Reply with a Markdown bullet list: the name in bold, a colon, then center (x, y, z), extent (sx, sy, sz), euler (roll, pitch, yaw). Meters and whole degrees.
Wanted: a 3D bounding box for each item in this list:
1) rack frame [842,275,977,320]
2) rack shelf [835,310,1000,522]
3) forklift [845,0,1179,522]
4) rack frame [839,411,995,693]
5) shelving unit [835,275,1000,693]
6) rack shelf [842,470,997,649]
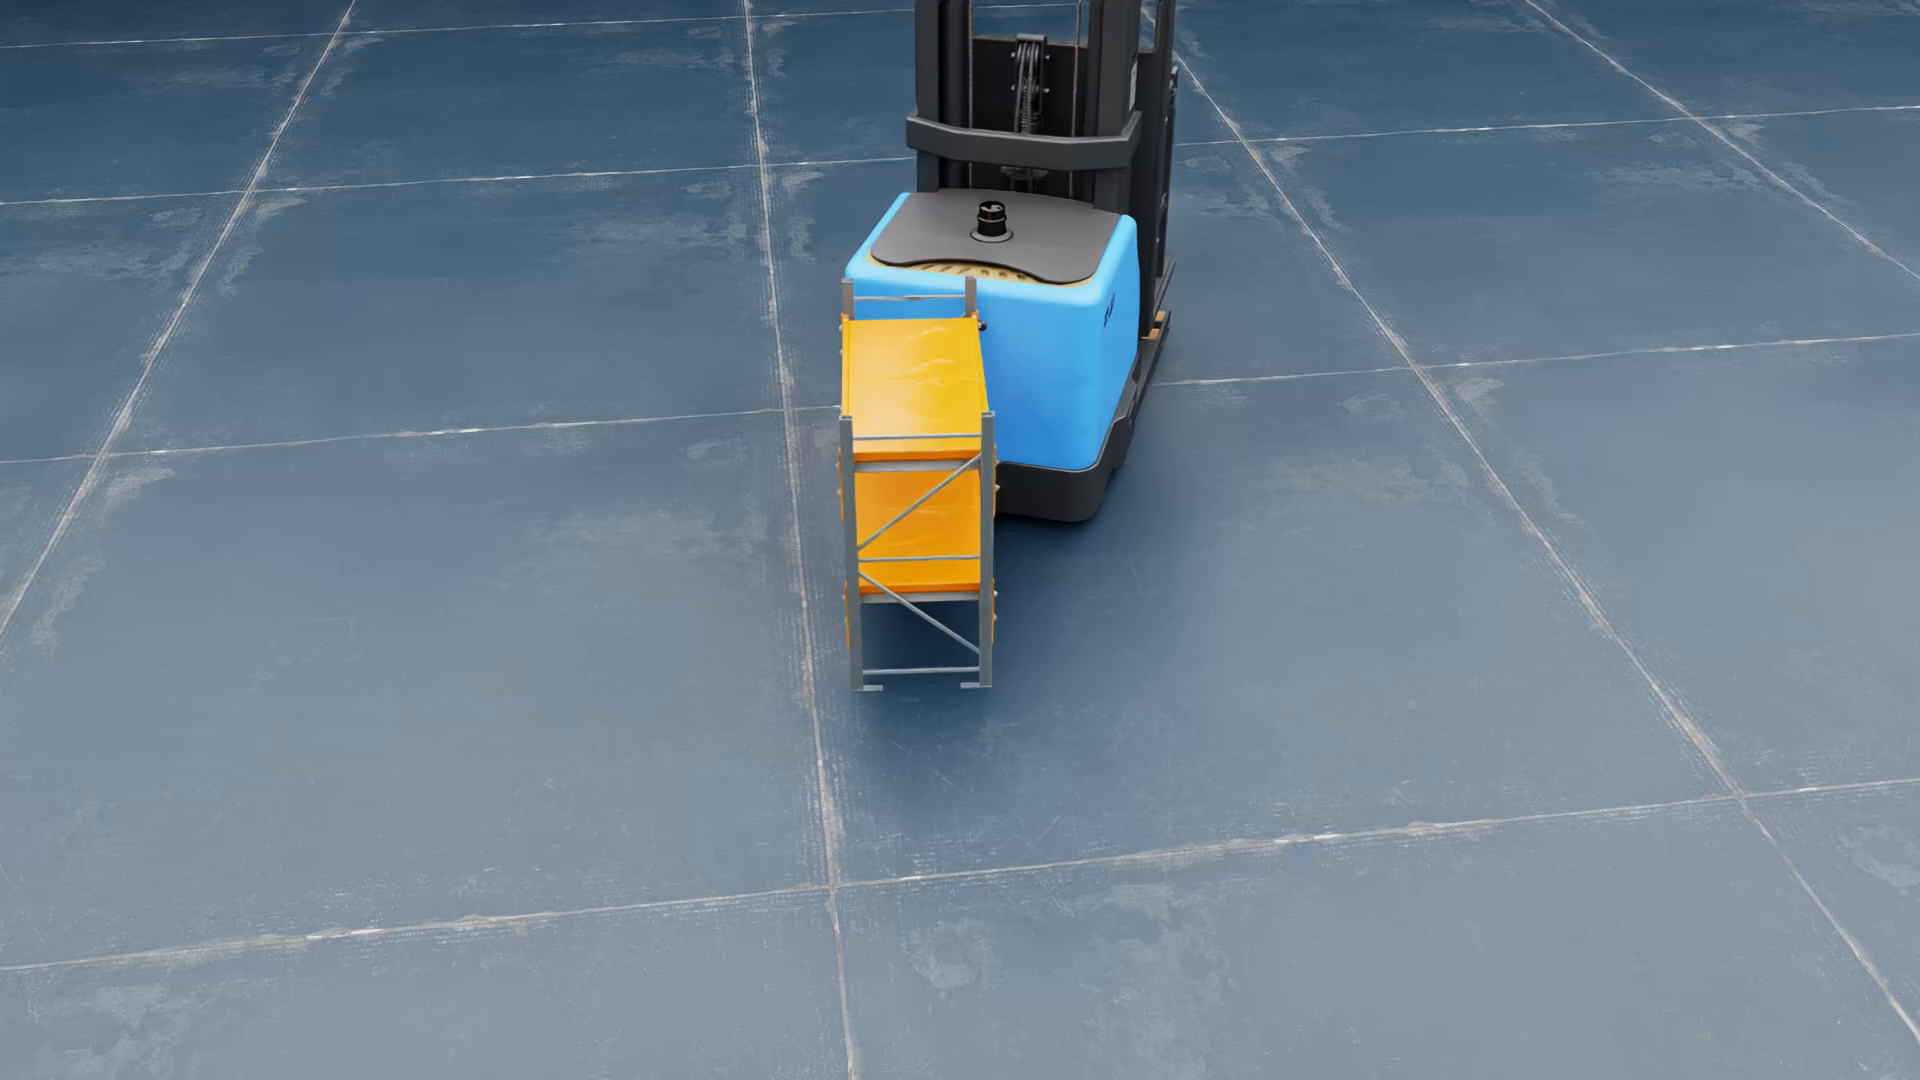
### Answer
- **rack frame**: center (-0.189, -0.506, 6.493), extent (0.500, 1.125, 0.032), euler (-2, 34, -2)
- **rack shelf**: center (-0.163, -0.462, 5.909), extent (0.538, 0.278, 1.000), euler (-2, 34, -2)
- **forklift**: center (0.409, -2.110, 7.243), extent (1.130, 2.935, 3.031), euler (8, 35, 12)
- **rack frame**: center (-0.138, 0.066, 5.654), extent (0.500, 1.125, 0.032), euler (-2, 34, -2)
- **shelving unit**: center (-0.163, -0.220, 6.074), extent (0.538, 1.125, 1.048), euler (-2, 34, -2)
- **rack shelf**: center (-0.163, -0.018, 6.212), extent (0.538, 0.278, 1.000), euler (-2, 34, -2)
